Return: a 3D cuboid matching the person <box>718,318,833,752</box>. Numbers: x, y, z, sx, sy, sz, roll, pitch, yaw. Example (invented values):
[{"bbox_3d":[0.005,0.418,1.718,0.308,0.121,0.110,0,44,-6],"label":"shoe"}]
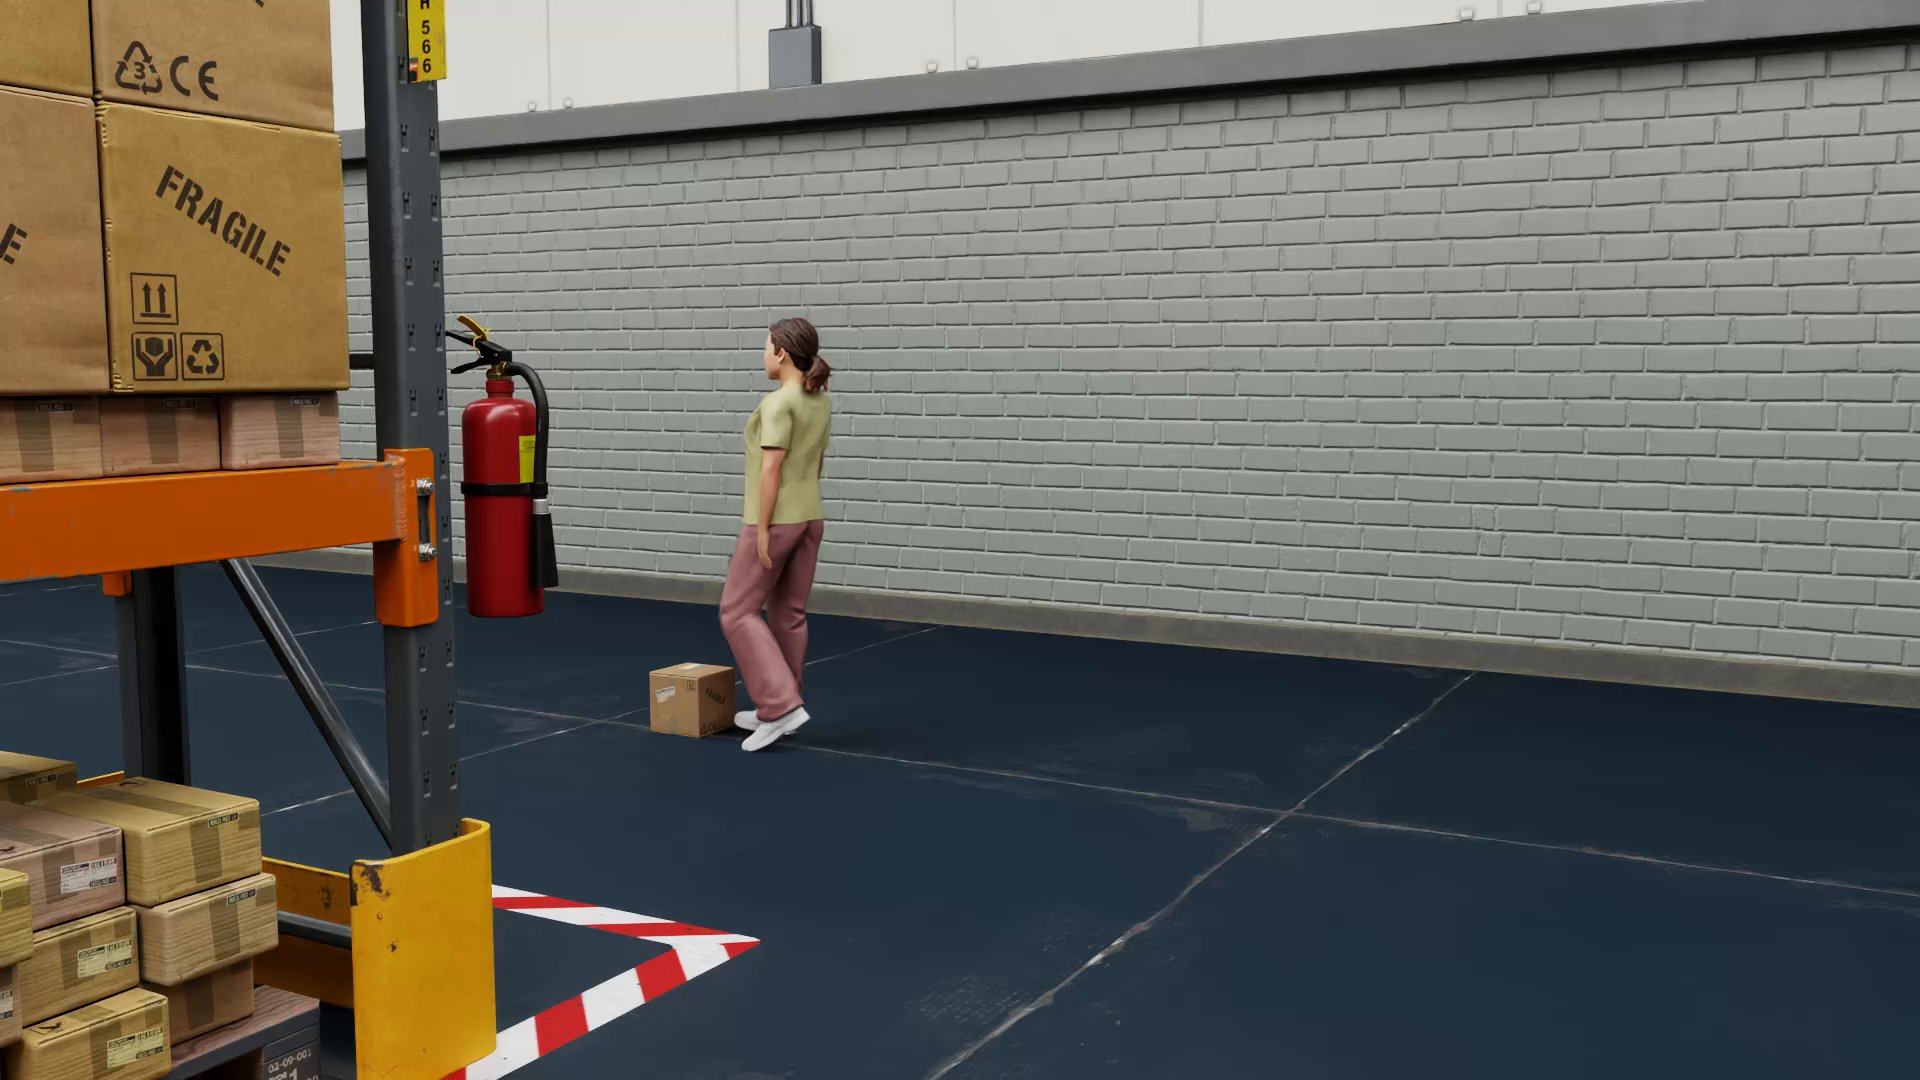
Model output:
[{"bbox_3d":[-0.736,-0.026,6.590,0.514,1.695,0.462,3,7,29],"label":"person"}]
